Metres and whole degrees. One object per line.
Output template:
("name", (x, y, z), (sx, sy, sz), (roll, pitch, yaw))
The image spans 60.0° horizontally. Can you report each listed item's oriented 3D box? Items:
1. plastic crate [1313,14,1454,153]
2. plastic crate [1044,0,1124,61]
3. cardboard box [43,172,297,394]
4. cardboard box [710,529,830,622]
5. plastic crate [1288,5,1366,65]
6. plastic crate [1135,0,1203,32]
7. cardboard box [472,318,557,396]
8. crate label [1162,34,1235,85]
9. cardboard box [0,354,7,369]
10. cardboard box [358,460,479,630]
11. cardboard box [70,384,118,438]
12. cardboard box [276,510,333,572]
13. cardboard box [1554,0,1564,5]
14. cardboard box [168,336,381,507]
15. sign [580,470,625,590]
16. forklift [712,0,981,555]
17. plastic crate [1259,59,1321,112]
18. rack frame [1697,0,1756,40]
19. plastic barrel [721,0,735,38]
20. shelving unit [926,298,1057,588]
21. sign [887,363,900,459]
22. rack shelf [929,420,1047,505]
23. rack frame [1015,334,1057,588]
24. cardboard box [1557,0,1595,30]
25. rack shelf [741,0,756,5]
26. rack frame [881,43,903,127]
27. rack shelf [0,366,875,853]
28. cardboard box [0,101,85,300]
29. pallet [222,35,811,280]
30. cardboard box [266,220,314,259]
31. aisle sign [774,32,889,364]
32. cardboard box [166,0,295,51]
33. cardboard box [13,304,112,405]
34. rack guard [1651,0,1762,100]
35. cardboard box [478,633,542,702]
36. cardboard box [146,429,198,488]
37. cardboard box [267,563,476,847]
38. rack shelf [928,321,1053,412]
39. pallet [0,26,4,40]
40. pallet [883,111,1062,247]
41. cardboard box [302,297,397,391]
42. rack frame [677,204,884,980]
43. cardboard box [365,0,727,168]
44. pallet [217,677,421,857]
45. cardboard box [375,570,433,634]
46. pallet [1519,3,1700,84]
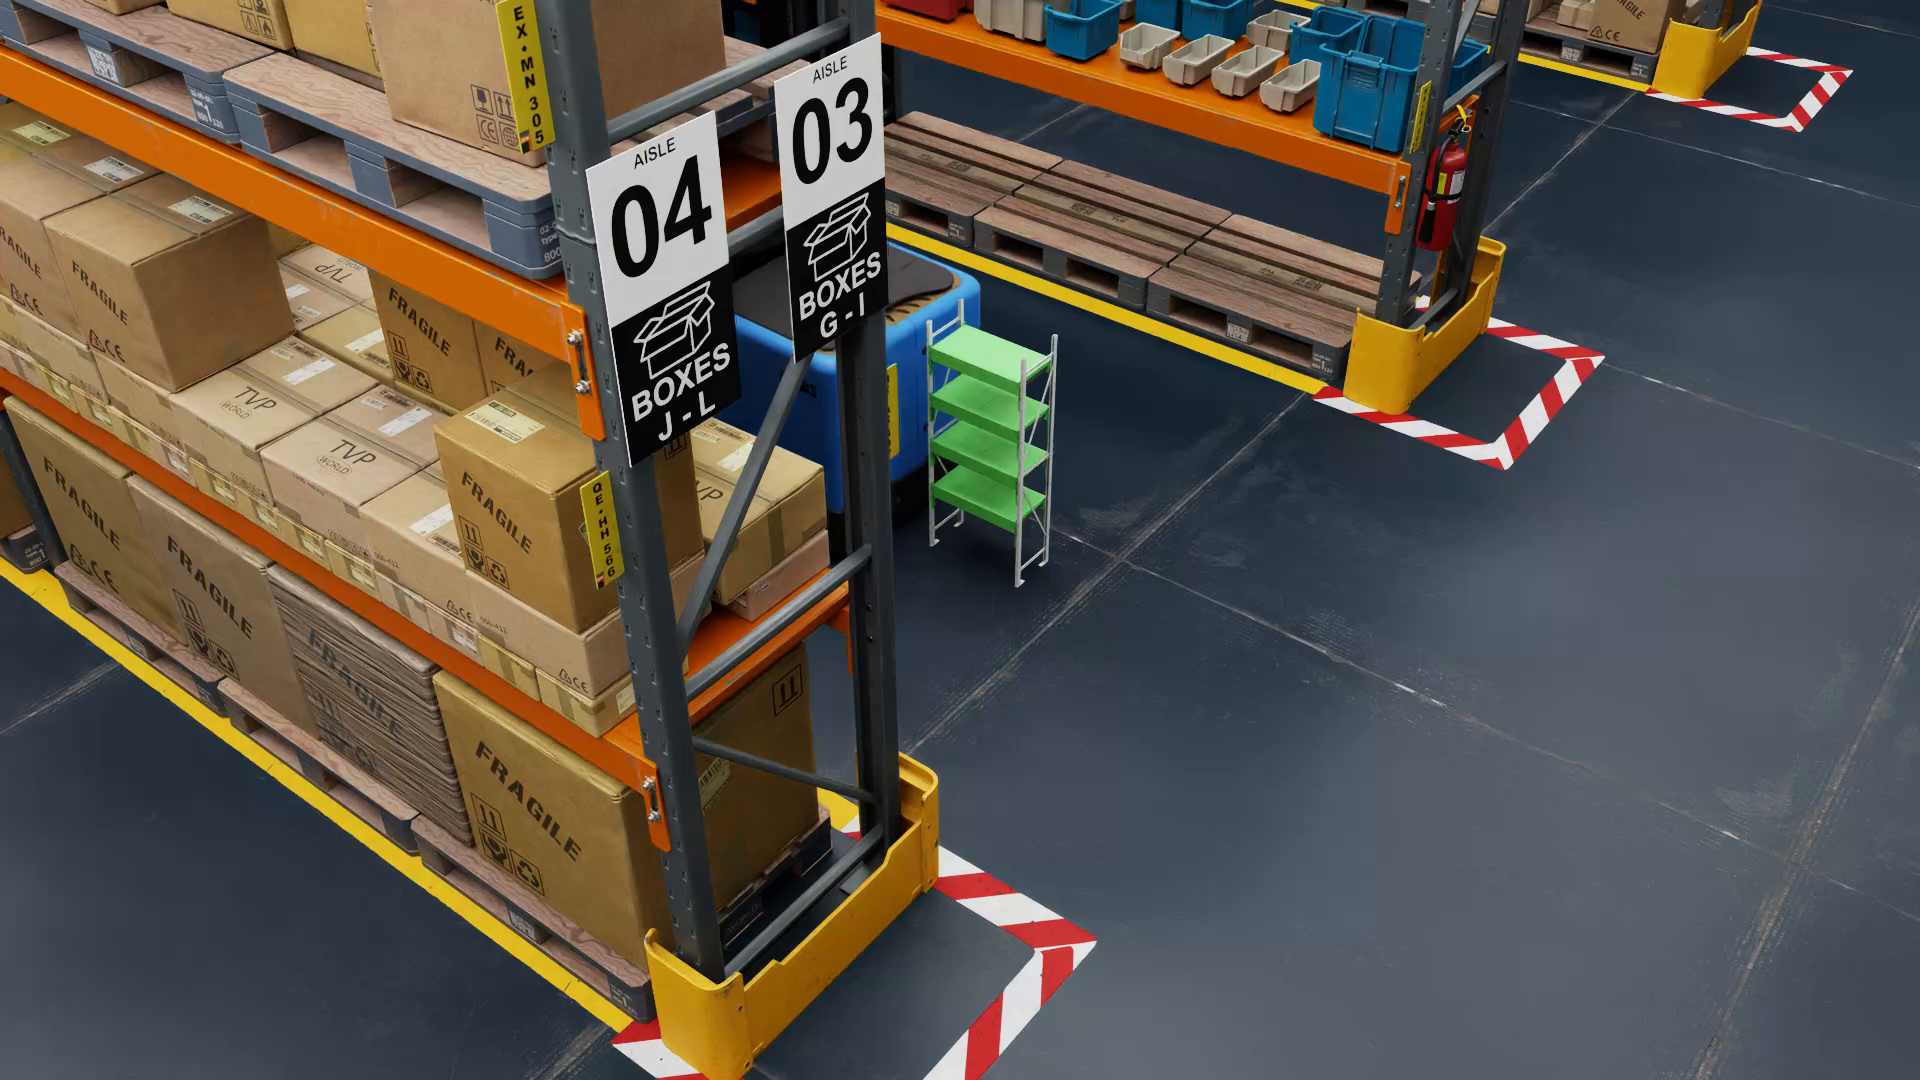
("plastic crate", (2.068, -2.232, 8.090), (0.499, 0.435, 0.616), (25, 45, 29))
("plastic crate", (0.660, -2.761, 8.931), (0.300, 0.233, 0.416), (25, 45, 29))
("cardboard box", (-2.711, -0.901, 5.739), (0.500, 0.500, 0.500), (24, 44, 27))
("cardboard box", (-0.643, 0.070, 5.432), (0.250, 0.149, 0.380), (26, 45, 29))
("plastic crate", (1.928, -2.618, 8.748), (0.300, 0.233, 0.416), (25, 45, 29))
("plastic crate", (1.167, -2.977, 9.206), (0.300, 0.233, 0.416), (25, 45, 29))
("cardboard box", (-1.176, -0.587, 5.339), (0.500, 0.500, 0.500), (24, 44, 28))
("crate label", (1.232, -2.505, 8.681), (0.243, 0.136, 0.396), (25, 45, 29))
("cardboard box", (-3.706, -0.860, 6.619), (0.250, 0.149, 0.380), (25, 45, 29))
("cardboard box", (-1.510, -0.035, 5.242), (0.500, 0.250, 0.500), (24, 44, 28))
("cardboard box", (-3.078, -0.566, 6.243), (0.250, 0.149, 0.380), (24, 44, 27))
("cardboard box", (-2.063, -0.087, 5.631), (0.250, 0.149, 0.380), (25, 45, 29))
("cardboard box", (4.803, -4.205, 12.561), (0.500, 0.250, 0.500), (25, 45, 29))
("cardboard box", (-2.331, -0.418, 5.731), (0.500, 0.250, 0.500), (25, 45, 29))
("sign", (-0.903, -0.023, 4.215), (0.005, 0.325, 0.100), (25, 45, 29))
("forklift", (-1.344, -1.848, 7.733), (3.031, 2.935, 1.130), (27, 46, 30))
("plastic crate", (1.690, -2.297, 8.415), (0.243, 0.136, 0.396), (25, 45, 29))
("rack frame", (5.460, -4.584, 11.172), (0.127, 3.000, 1.000), (25, 45, 29))
("plastic barrel", (-1.714, -3.475, 11.116), (0.708, 0.901, 0.600), (25, 45, 29))
("shelving unit", (0.131, -0.410, 7.301), (0.503, 1.200, 0.258), (25, 45, 29))
("sign", (-0.220, -0.376, 5.031), (0.005, 0.325, 0.100), (25, 45, 29))
("rack shelf", (0.131, -0.360, 7.340), (0.480, 0.148, 0.258), (25, 45, 29))
("rack frame", (0.325, -0.319, 7.184), (0.015, 1.200, 0.240), (25, 45, 29))
("cardboard box", (4.611, -3.921, 12.266), (0.250, 0.166, 0.380), (25, 45, 29))
("rack shelf", (-2.319, -4.124, 11.168), (4.000, 0.370, 1.077), (25, 45, 29))
("rack frame", (-0.730, -3.658, 9.989), (0.127, 3.000, 1.000), (25, 45, 29))
("rack shelf", (-2.150, -0.201, 6.157), (4.000, 0.370, 1.077), (25, 45, 29))
("cardboard box", (-3.514, -1.282, 6.226), (0.500, 0.500, 0.500), (25, 45, 29))
("pallet", (-1.157, -1.154, 4.429), (1.213, 0.211, 1.003), (25, 45, 29))
("cardboard box", (-2.816, -1.355, 6.320), (0.500, 0.500, 0.500), (26, 45, 29))
("aisle sign", (-0.322, -0.878, 4.330), (0.004, 0.787, 0.394), (25, 45, 29))
("cardboard box", (-1.821, -1.768, 4.639), (0.500, 0.500, 0.700), (22, 43, 26))
("cardboard box", (-3.133, -0.798, 6.216), (0.500, 0.250, 0.500), (25, 44, 28))
("rack guard", (5.399, -3.628, 11.979), (0.348, 0.500, 1.175), (25, 45, 29))
("cardboard box", (-1.252, 0.295, 5.143), (0.250, 0.149, 0.380), (26, 45, 29))
("cardboard box", (-2.676, -0.375, 6.000), (0.250, 0.149, 0.380), (26, 45, 29))
("cardboard box", (-1.842, 0.395, 6.195), (0.875, 0.875, 0.875), (25, 45, 29))
("rack shelf", (0.131, -0.738, 7.044), (0.480, 0.148, 0.258), (25, 45, 29))
("pallet", (-3.096, -2.067, 5.596), (1.213, 0.211, 1.003), (25, 45, 29))
("pallet", (-0.122, -2.304, 10.521), (1.213, 0.211, 1.003), (25, 45, 29))
("cardboard box", (-2.011, -0.679, 6.065), (0.500, 0.250, 0.500), (24, 44, 28))
("rack frame", (-0.564, 0.267, 4.976), (0.053, 2.616, 0.949), (25, 45, 29))
("cardboard box", (-1.007, -1.328, 4.077), (0.500, 0.500, 0.700), (23, 43, 26))
("pallet", (-2.209, 0.645, 6.755), (1.213, 0.211, 1.003), (25, 45, 29))
("cardboard box", (-1.650, 0.106, 5.385), (0.250, 0.149, 0.380), (26, 45, 29))
("pallet", (4.765, -3.813, 12.449), (1.213, 0.211, 1.003), (25, 45, 29))
